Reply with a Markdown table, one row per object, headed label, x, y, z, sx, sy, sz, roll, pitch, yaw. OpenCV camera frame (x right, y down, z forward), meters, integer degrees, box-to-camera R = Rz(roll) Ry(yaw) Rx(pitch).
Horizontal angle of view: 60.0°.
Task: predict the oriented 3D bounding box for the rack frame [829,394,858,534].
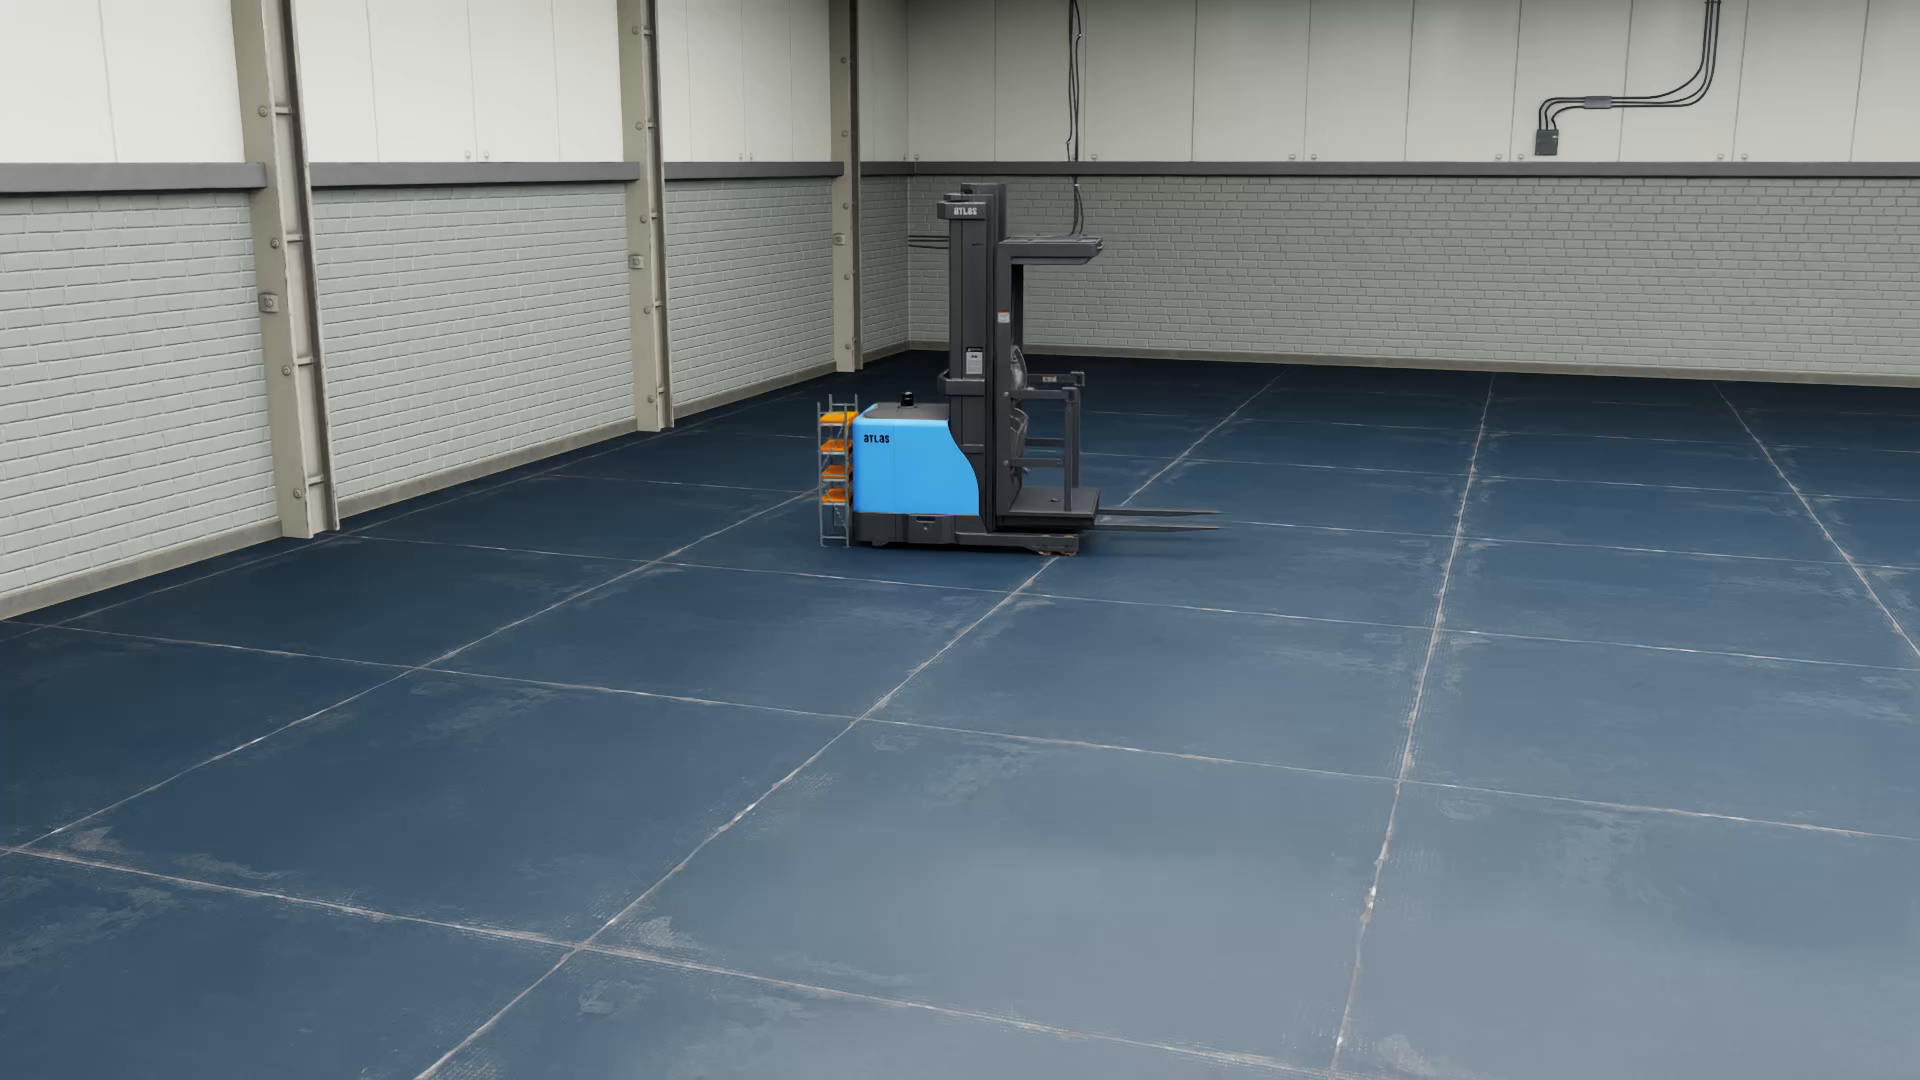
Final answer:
| label | x | y | z | sx | sy | sz | roll | pitch | yaw |
| --- | --- | --- | --- | --- | --- | --- | --- | --- | --- |
| rack frame | -0.978 | -0.634 | 14.070 | 0.240 | 1.200 | 0.015 | 2 | 13 | 7 |

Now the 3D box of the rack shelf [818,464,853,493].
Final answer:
| label | x | y | z | sx | sy | sz | roll | pitch | yaw |
| --- | --- | --- | --- | --- | --- | --- | --- | --- | --- |
| rack shelf | -1.007 | -0.515 | 13.849 | 0.258 | 0.148 | 0.480 | 2 | 13 | 7 |

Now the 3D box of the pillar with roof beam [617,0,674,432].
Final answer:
| label | x | y | z | sx | sy | sz | roll | pitch | yaw |
| --- | --- | --- | --- | --- | --- | --- | --- | --- | --- |
| pillar with roof beam | 0.437 | -5.405 | 17.447 | 9.100 | 9.000 | 0.400 | 4 | 14 | 18 |

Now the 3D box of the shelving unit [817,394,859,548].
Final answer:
| label | x | y | z | sx | sy | sz | roll | pitch | yaw |
| --- | --- | --- | --- | --- | --- | --- | --- | --- | --- |
| shelving unit | -1.007 | -0.580 | 13.834 | 0.258 | 1.200 | 0.503 | 2 | 13 | 7 |

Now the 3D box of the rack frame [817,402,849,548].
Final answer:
| label | x | y | z | sx | sy | sz | roll | pitch | yaw |
| --- | --- | --- | --- | --- | --- | --- | --- | --- | --- |
| rack frame | -1.037 | -0.526 | 13.598 | 0.240 | 1.200 | 0.015 | 2 | 13 | 7 |

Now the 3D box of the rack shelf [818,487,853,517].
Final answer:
| label | x | y | z | sx | sy | sz | roll | pitch | yaw |
| --- | --- | --- | --- | --- | --- | --- | --- | --- | --- |
| rack shelf | -1.007 | -0.321 | 13.893 | 0.258 | 0.148 | 0.480 | 2 | 13 | 7 |

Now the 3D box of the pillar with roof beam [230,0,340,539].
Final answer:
| label | x | y | z | sx | sy | sz | roll | pitch | yaw |
| --- | --- | --- | --- | --- | --- | --- | --- | --- | --- |
| pillar with roof beam | -1.504 | -4.142 | 11.912 | 9.100 | 9.000 | 0.400 | 4 | 14 | 18 |

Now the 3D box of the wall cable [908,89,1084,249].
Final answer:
| label | x | y | z | sx | sy | sz | roll | pitch | yaw |
| --- | --- | --- | --- | --- | --- | --- | --- | --- | --- |
| wall cable | 0.510 | -5.990 | 26.986 | 3.097 | 2.526 | 0.112 | 4 | 14 | 18 |

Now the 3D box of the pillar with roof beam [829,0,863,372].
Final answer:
| label | x | y | z | sx | sy | sz | roll | pitch | yaw |
| --- | --- | --- | --- | --- | --- | --- | --- | --- | --- |
| pillar with roof beam | 2.379 | -6.669 | 22.982 | 9.100 | 9.000 | 0.400 | 4 | 14 | 18 |

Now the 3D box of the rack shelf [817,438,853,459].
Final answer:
| label | x | y | z | sx | sy | sz | roll | pitch | yaw |
| --- | --- | --- | --- | --- | --- | --- | --- | --- | --- |
| rack shelf | -1.007 | -0.733 | 13.799 | 0.258 | 0.148 | 0.480 | 2 | 13 | 7 |

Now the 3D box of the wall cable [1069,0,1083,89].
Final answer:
| label | x | y | z | sx | sy | sz | roll | pitch | yaw |
| --- | --- | --- | --- | --- | --- | --- | --- | --- | --- |
| wall cable | 3.070 | -8.257 | 25.571 | 3.097 | 2.526 | 0.112 | 4 | 14 | 18 |

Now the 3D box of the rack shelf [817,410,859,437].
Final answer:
| label | x | y | z | sx | sy | sz | roll | pitch | yaw |
| --- | --- | --- | --- | --- | --- | --- | --- | --- | --- |
| rack shelf | -1.007 | -0.963 | 13.747 | 0.258 | 0.148 | 0.480 | 2 | 13 | 7 |

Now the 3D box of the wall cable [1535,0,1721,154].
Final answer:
| label | x | y | z | sx | sy | sz | roll | pitch | yaw |
| --- | --- | --- | --- | --- | --- | --- | --- | --- | --- |
| wall cable | 9.487 | -8.475 | 23.253 | 2.305 | 6.003 | 0.169 | 4 | 14 | 18 |

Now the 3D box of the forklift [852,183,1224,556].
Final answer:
| label | x | y | z | sx | sy | sz | roll | pitch | yaw |
| --- | --- | --- | --- | --- | --- | --- | --- | --- | --- |
| forklift | 0.667 | -1.426 | 13.650 | 3.031 | 2.935 | 1.130 | 2 | 13 | 7 |
